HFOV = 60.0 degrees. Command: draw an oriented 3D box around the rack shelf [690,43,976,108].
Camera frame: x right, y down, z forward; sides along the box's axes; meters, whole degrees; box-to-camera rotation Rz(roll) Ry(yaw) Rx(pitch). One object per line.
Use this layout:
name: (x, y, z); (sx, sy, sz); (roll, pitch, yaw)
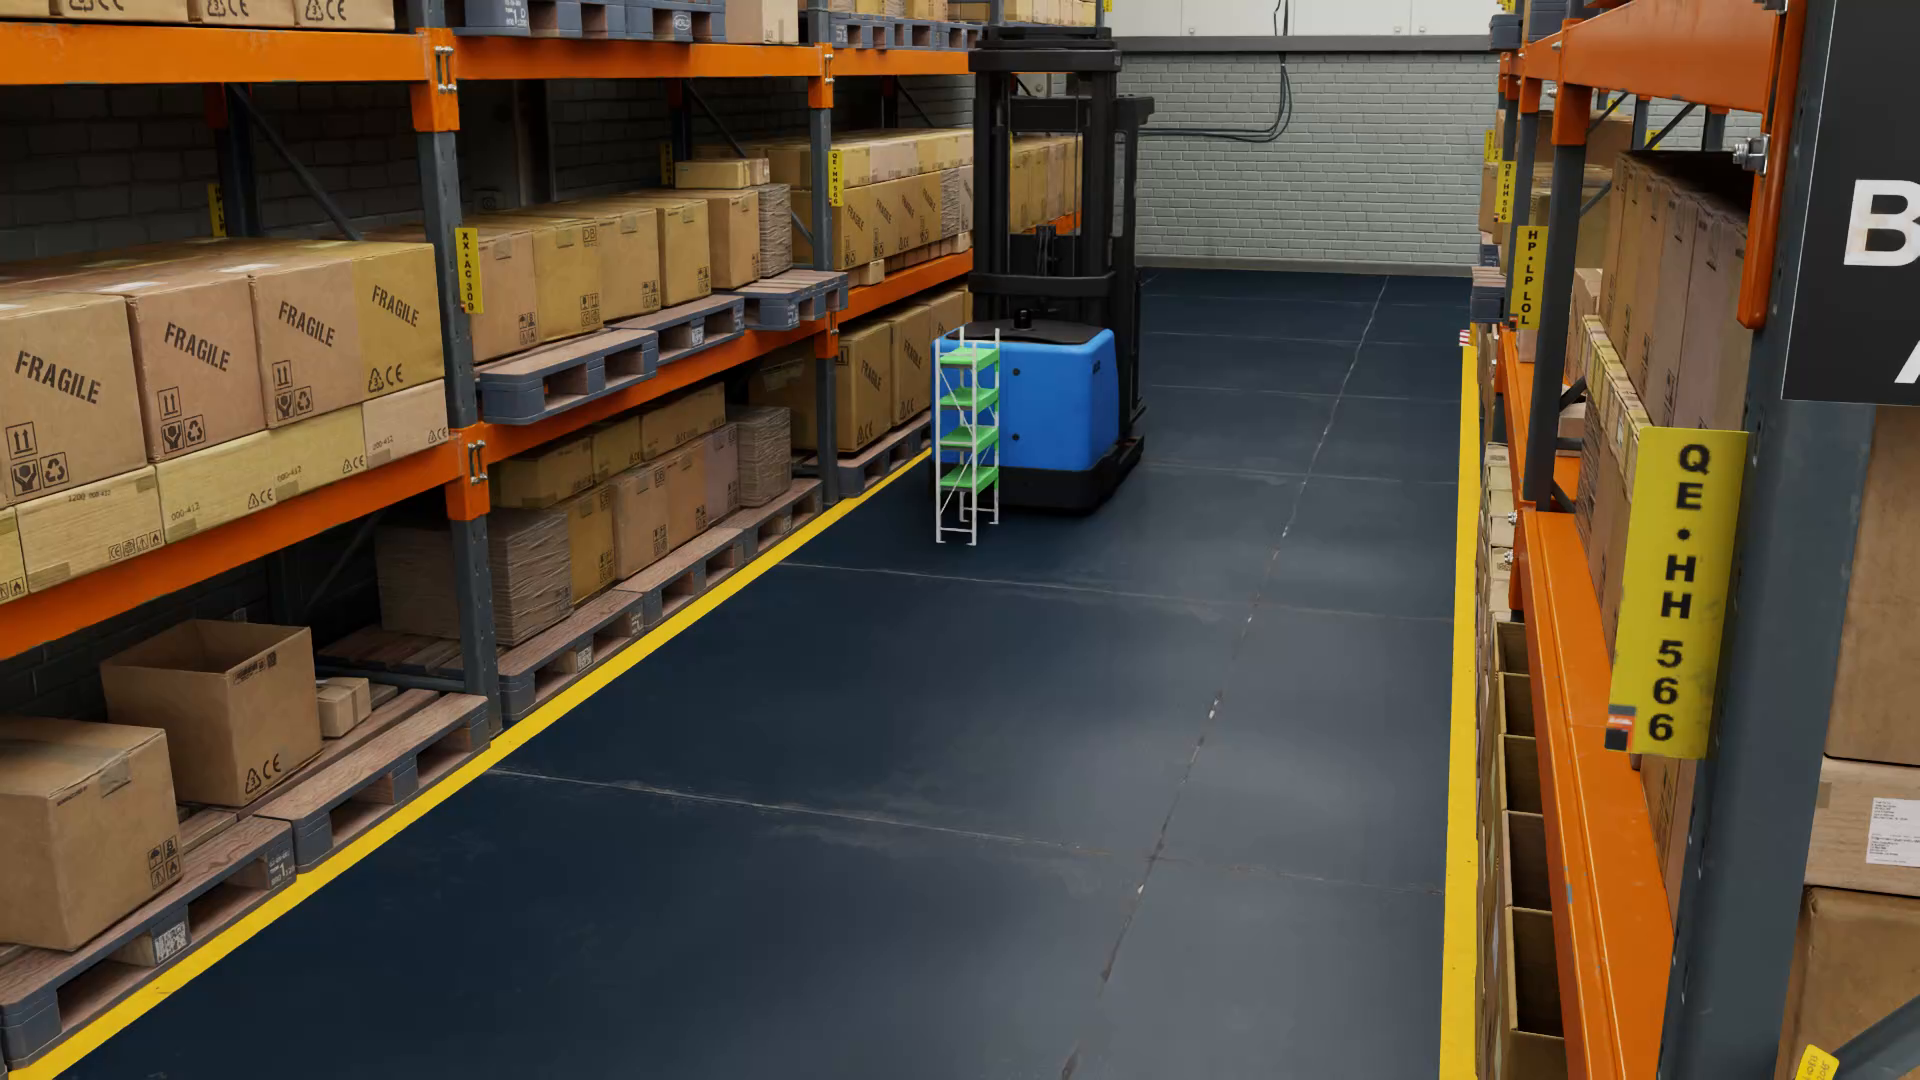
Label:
rack shelf: (-0.708, -3.326, 11.878); (1.077, 0.370, 4.000); (5, 16, 16)

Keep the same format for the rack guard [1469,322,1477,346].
rack guard: (5.726, -2.193, 16.644); (1.175, 0.500, 0.348); (5, 16, 16)

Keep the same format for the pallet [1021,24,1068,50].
pallet: (0.451, -4.684, 15.510); (1.003, 0.211, 1.213); (5, 16, 16)

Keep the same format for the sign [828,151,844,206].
sign: (-0.754, -2.185, 10.058); (0.100, 0.325, 0.005); (5, 16, 16)

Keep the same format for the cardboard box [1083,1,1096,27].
cardboard box: (1.043, -5.207, 16.516); (0.500, 0.250, 0.500); (5, 17, 18)

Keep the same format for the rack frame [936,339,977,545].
rack frame: (-0.022, -0.557, 9.593); (0.240, 1.200, 0.015); (5, 16, 16)

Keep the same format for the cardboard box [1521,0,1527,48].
cardboard box: (3.858, -3.200, 9.933); (0.910, 0.500, 0.500); (5, 16, 16)

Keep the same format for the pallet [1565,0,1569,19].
pallet: (3.052, -2.197, 6.928); (1.003, 0.211, 1.213); (5, 17, 18)

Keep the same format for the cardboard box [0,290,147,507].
cardboard box: (-2.688, -0.411, 4.647); (0.500, 0.500, 0.500); (5, 17, 18)

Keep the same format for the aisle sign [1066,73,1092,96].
aisle sign: (1.305, -5.045, 17.353); (0.394, 0.787, 0.004); (5, 16, 16)

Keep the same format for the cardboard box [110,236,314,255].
cardboard box: (-2.747, -0.850, 6.194); (0.500, 0.500, 0.500); (4, 16, 15)

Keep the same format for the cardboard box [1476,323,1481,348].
cardboard box: (5.037, -1.922, 15.342); (0.500, 0.250, 0.500); (5, 16, 16)

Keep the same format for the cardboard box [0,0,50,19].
cardboard box: (-2.753, -1.597, 4.246); (0.500, 0.500, 0.500); (6, 17, 19)

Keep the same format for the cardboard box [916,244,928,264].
cardboard box: (-0.454, -2.133, 12.275); (0.380, 0.149, 0.250); (5, 17, 18)

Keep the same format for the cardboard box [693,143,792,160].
cardboard box: (-1.396, -2.406, 10.675); (0.500, 0.250, 0.500); (5, 17, 17)

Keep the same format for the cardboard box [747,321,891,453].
cardboard box: (-0.942, -1.055, 11.223); (0.750, 0.750, 0.750); (4, 16, 15)

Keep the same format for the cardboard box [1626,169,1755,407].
cardboard box: (1.932, -0.568, 3.774); (0.700, 0.500, 0.500); (5, 16, 16)

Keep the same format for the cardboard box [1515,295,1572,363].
cardboard box: (3.034, -1.060, 8.234); (0.500, 0.311, 0.500); (4, 16, 15)

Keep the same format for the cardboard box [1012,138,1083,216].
cardboard box: (0.665, -3.617, 16.536); (0.980, 0.700, 0.700); (4, 16, 15)

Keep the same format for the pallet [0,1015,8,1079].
pallet: (-3.264, 1.499, 4.156); (1.003, 0.211, 1.213); (5, 16, 16)

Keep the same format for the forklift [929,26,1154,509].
forklift: (0.690, -1.960, 11.367); (1.130, 2.935, 3.031); (4, 16, 15)

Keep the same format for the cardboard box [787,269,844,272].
cardboard box: (-0.961, -1.662, 10.617); (0.380, 0.149, 0.250); (4, 16, 15)

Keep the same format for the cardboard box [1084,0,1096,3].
cardboard box: (1.050, -5.568, 16.412); (0.500, 0.500, 0.500); (5, 16, 16)

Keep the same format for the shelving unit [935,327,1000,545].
shelving unit: (0.047, -0.621, 9.818); (0.258, 1.200, 0.503); (5, 16, 16)

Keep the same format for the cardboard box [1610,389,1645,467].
cardboard box: (1.713, -0.243, 3.817); (0.380, 0.149, 0.250); (4, 16, 14)

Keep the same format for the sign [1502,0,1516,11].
sign: (4.088, -4.101, 12.345); (0.100, 0.325, 0.005); (5, 16, 16)

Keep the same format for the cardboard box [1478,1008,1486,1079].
cardboard box: (1.484, 1.335, 3.895); (0.500, 0.250, 0.500); (5, 16, 16)

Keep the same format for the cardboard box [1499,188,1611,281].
cardboard box: (3.545, -1.746, 9.535); (0.700, 0.500, 0.500); (-1, 16, -3)

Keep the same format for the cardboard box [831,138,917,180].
cardboard box: (-0.610, -2.637, 11.492); (0.500, 0.250, 0.500); (5, 17, 16)

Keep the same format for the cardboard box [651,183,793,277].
cardboard box: (-1.401, -1.841, 9.835); (0.700, 0.500, 0.500); (3, 16, 9)

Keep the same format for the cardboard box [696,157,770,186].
cardboard box: (-1.346, -2.185, 9.856); (0.380, 0.149, 0.250); (2, 16, 9)

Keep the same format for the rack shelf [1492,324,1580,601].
rack shelf: (2.906, -0.453, 7.247); (1.077, 0.370, 4.000); (5, 16, 16)

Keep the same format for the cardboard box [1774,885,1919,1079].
cardboard box: (1.345, 0.602, 2.028); (0.700, 0.500, 0.500); (5, 16, 16)

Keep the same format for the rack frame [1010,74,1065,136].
rack frame: (0.997, -3.798, 17.724); (1.000, 3.000, 0.127); (5, 16, 16)

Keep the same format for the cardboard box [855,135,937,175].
cardboard box: (-0.471, -2.772, 11.964); (0.500, 0.250, 0.500); (4, 16, 15)

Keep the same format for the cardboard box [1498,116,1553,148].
cardboard box: (4.649, -3.184, 13.544); (0.500, 0.500, 0.500); (4, 16, 15)

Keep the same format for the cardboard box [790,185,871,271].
cardboard box: (-0.893, -2.013, 10.666); (0.500, 0.500, 0.500); (5, 17, 18)

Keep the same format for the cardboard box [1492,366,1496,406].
cardboard box: (3.527, -0.970, 10.152); (0.500, 0.250, 0.500); (5, 17, 18)

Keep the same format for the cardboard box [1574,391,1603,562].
cardboard box: (2.217, -0.207, 4.880); (0.700, 0.500, 0.500); (4, 16, 14)

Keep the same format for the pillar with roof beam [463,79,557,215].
pillar with roof beam: (1.652, -3.985, 7.386); (9.100, 9.000, 0.400); (5, 16, 16)

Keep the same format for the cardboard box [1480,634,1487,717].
cardboard box: (2.323, 0.582, 6.550); (0.500, 0.250, 0.500); (4, 16, 15)

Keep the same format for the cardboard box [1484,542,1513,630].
cardboard box: (2.463, 0.180, 6.939); (0.500, 0.311, 0.500); (5, 16, 16)

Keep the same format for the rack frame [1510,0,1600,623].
rack frame: (2.337, -0.276, 5.304); (1.000, 3.000, 0.127); (5, 16, 16)

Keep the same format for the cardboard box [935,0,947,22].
cardboard box: (-0.495, -4.233, 12.770); (0.700, 0.500, 0.500); (4, 16, 13)

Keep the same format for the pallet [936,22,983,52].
pallet: (-0.353, -3.859, 12.792); (0.805, 0.209, 1.217); (4, 16, 14)

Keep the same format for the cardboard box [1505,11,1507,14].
cardboard box: (5.203, -4.782, 15.054); (0.500, 0.250, 0.500); (5, 16, 16)

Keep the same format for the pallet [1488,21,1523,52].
pallet: (4.358, -3.556, 11.717); (1.213, 0.211, 1.003); (5, 16, 16)

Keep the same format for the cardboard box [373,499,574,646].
cardboard box: (-2.220, 0.138, 7.620); (0.700, 0.500, 0.500); (5, 17, 18)
